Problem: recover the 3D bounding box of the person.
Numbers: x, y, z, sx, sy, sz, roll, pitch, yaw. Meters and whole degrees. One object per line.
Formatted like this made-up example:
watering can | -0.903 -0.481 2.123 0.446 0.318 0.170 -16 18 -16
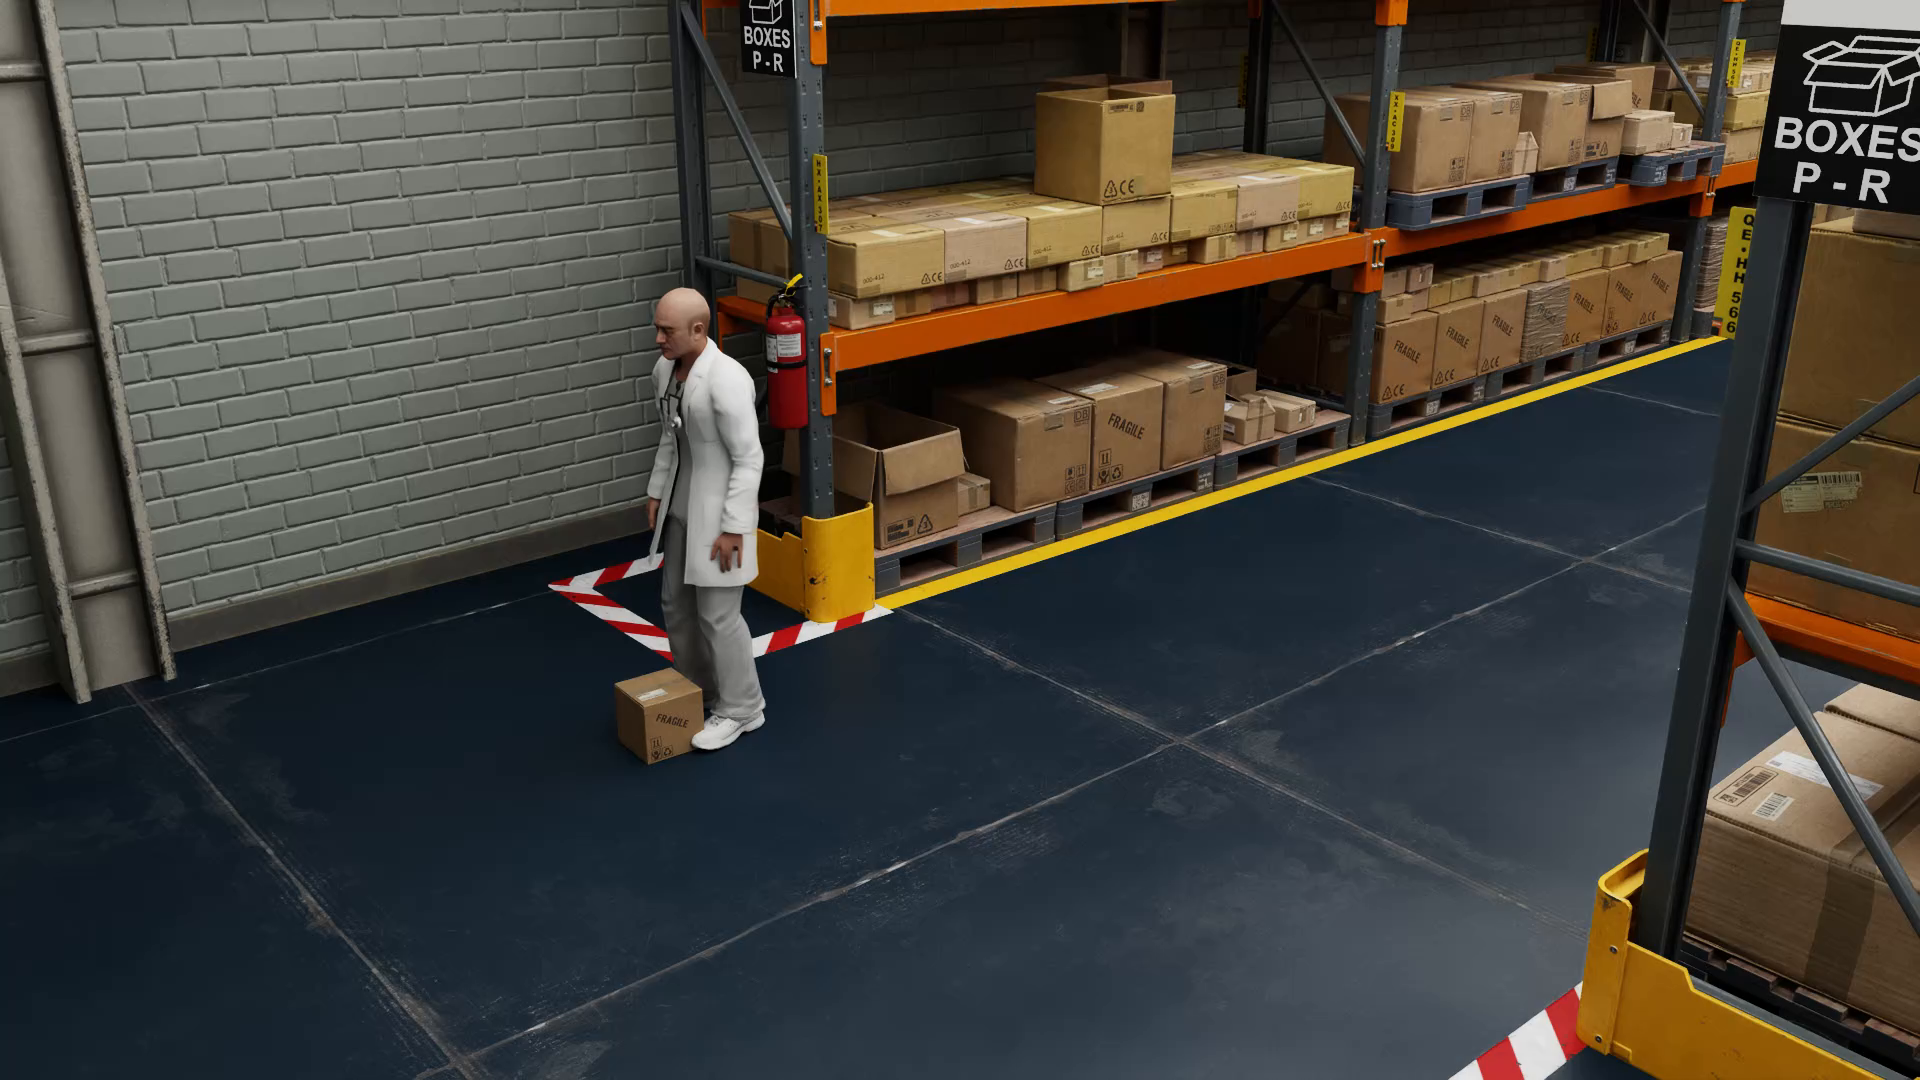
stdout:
person | -0.982 -0.092 6.344 0.424 1.774 0.644 -17 26 -37
